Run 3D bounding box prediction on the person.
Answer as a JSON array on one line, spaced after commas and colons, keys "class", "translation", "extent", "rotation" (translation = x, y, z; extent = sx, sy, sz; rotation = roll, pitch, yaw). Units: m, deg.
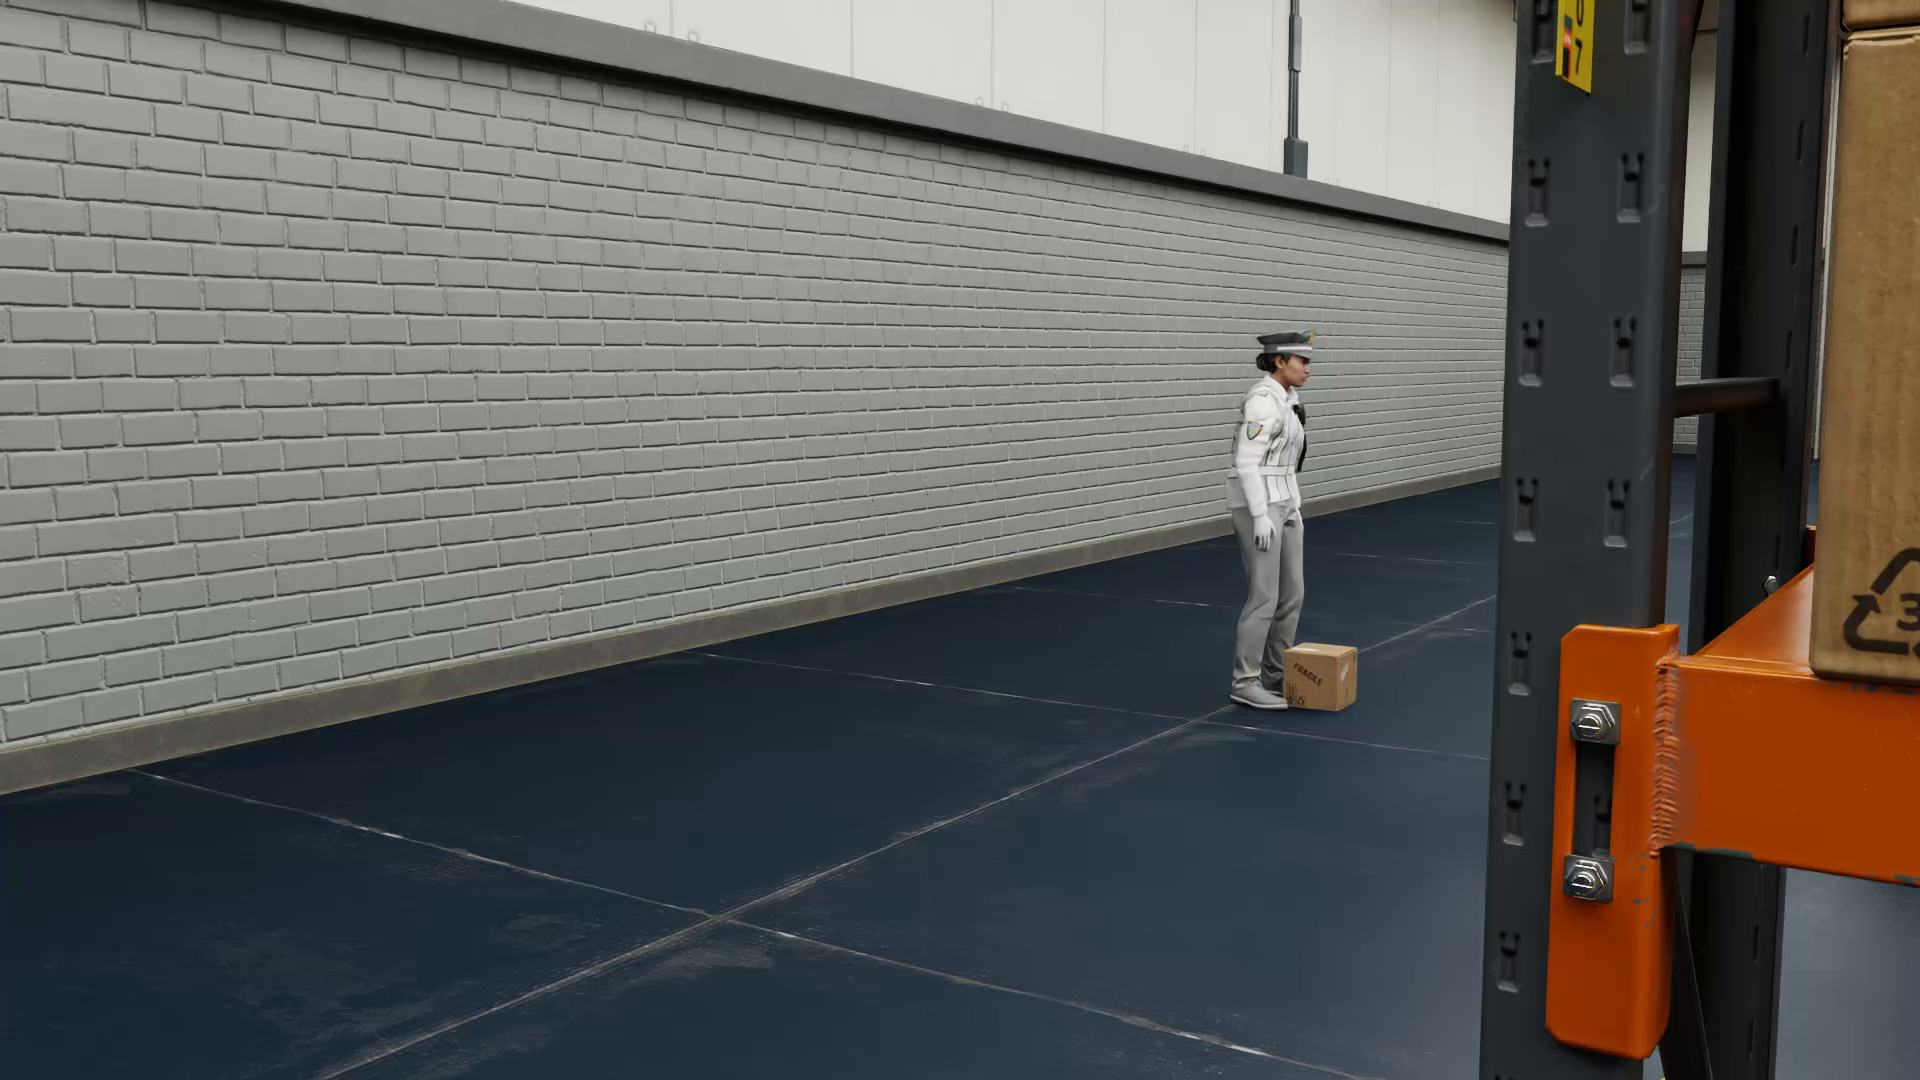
[{"class": "person", "translation": [1.412, -0.106, 7.434], "extent": [0.413, 1.663, 0.518], "rotation": [4, 8, 31]}]
